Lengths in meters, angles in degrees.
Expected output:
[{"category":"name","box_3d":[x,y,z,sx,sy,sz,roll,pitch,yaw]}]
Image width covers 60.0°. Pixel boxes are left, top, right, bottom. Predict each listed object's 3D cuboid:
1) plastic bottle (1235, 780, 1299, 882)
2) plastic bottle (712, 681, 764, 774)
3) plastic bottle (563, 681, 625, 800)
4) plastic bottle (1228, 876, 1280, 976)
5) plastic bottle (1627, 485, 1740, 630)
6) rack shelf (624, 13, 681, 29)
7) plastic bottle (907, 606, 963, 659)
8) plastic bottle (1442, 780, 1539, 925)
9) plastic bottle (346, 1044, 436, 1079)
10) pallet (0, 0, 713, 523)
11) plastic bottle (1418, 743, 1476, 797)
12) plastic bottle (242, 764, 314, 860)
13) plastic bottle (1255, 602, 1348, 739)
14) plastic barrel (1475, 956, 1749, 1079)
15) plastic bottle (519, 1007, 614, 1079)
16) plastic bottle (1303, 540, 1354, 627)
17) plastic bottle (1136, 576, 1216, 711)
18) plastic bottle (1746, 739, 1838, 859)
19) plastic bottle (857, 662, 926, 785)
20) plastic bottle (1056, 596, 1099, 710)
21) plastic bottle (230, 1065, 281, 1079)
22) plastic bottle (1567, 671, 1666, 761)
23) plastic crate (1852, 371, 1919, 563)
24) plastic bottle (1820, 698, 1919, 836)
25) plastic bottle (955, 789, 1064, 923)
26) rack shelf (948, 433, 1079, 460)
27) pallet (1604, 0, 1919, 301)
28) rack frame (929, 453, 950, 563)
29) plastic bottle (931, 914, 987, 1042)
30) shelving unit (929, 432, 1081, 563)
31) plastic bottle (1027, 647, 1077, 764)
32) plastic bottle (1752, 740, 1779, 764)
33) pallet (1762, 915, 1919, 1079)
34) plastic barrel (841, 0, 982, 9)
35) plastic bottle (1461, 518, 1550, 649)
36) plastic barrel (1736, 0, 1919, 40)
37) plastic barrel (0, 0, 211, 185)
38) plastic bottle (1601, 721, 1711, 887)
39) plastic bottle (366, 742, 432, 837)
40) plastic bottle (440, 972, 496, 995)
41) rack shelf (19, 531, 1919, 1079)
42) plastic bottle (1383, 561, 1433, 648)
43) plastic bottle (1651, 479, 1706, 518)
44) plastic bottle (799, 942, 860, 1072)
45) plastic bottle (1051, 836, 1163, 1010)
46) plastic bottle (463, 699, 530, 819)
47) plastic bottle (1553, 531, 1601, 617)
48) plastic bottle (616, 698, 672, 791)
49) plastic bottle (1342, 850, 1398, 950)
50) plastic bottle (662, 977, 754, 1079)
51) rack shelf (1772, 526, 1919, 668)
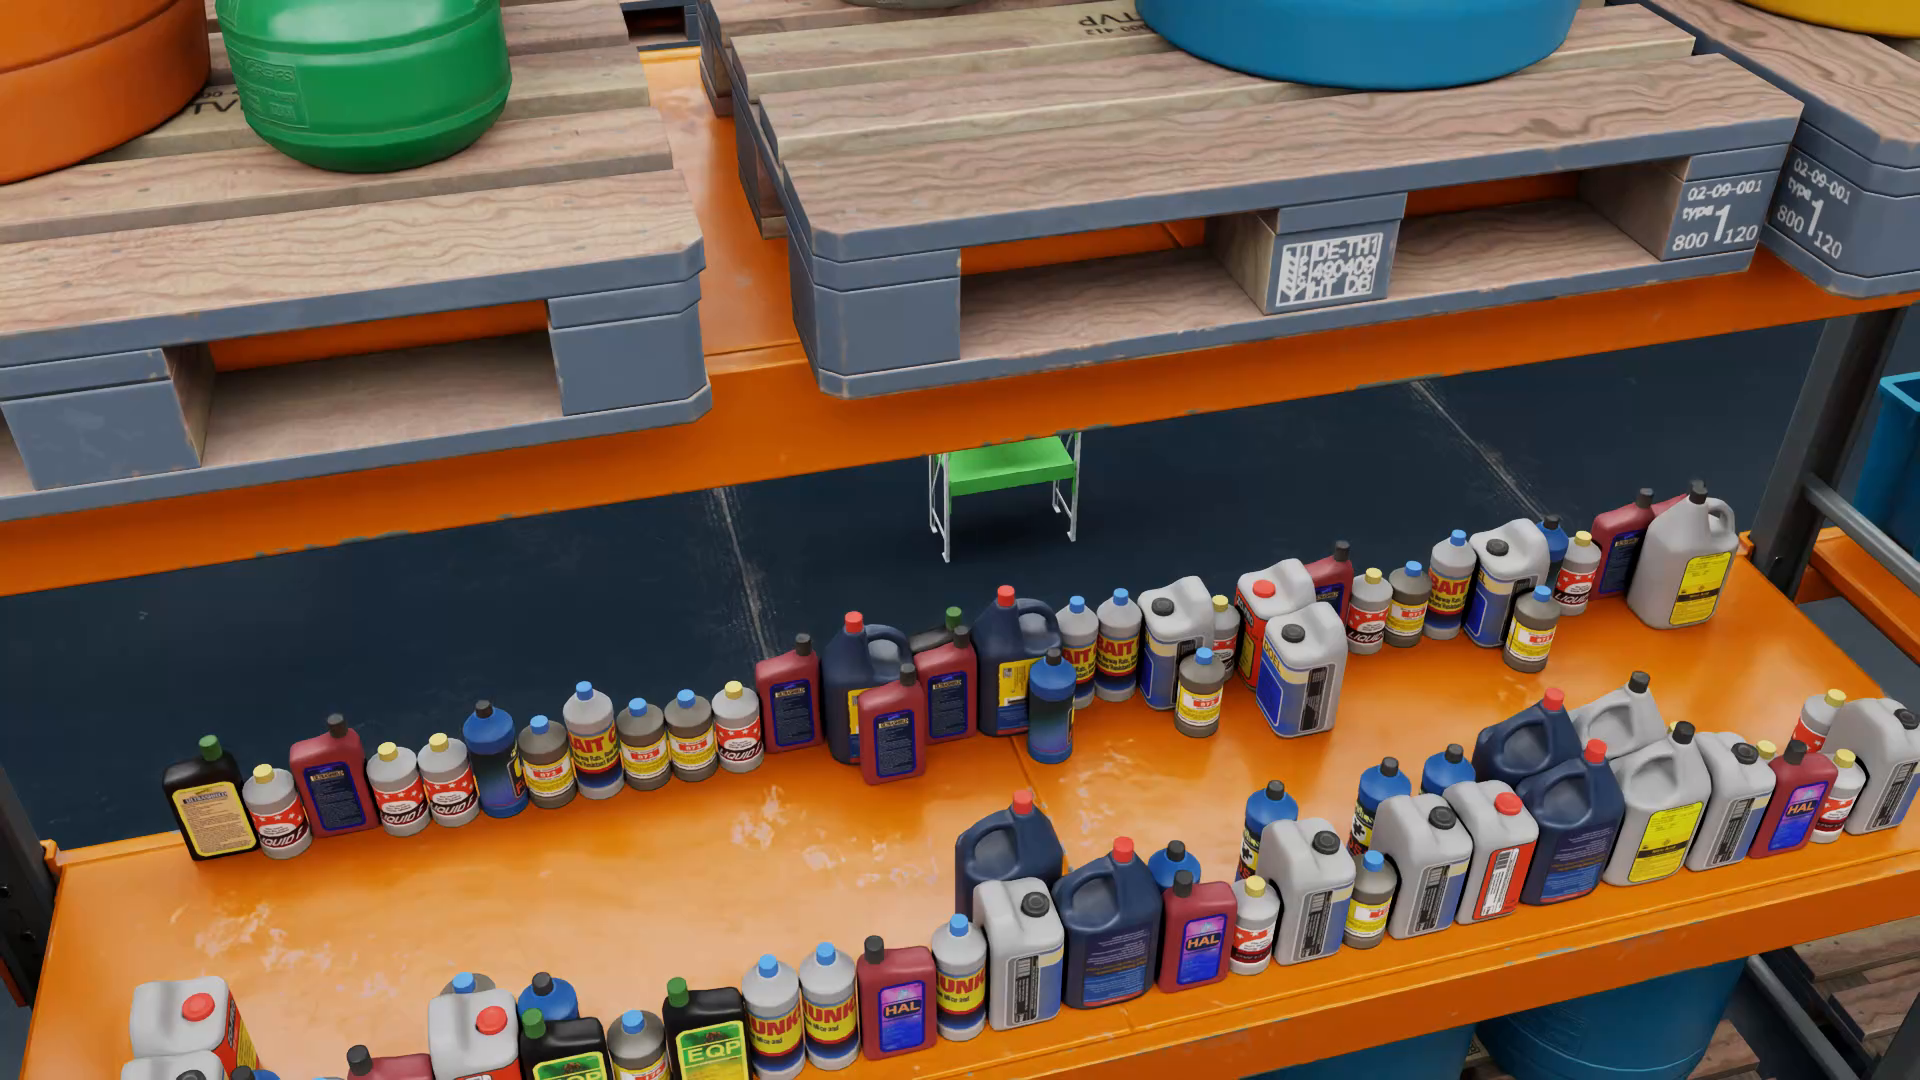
[{"category":"plastic bottle","box_3d":[0.584,0.561,3.153,0.097,0.271,0.097,0,37,0]},{"category":"plastic bottle","box_3d":[-0.462,0.379,3.450,0.097,0.201,0.097,0,37,0]},{"category":"plastic bottle","box_3d":[-0.744,0.397,3.368,0.097,0.271,0.097,0,37,0]},{"category":"plastic bottle","box_3d":[0.530,0.694,3.038,0.097,0.201,0.097,0,37,0]},{"category":"plastic bottle","box_3d":[1.661,0.024,3.790,0.185,0.351,0.144,-9,38,-12]},{"category":"rack shelf","box_3d":[-1.095,-2.171,7.211,4.000,0.370,1.077,-9,38,-12]},{"category":"plastic bottle","box_3d":[-0.048,0.267,3.529,0.133,0.283,0.061,-9,38,-12]},{"category":"plastic bottle","box_3d":[0.988,0.572,3.136,0.135,0.276,0.152,-9,38,-12]},{"category":"plastic bottle","box_3d":[-0.906,0.908,2.690,0.133,0.283,0.061,-9,38,-12]},{"category":"pallet","box_3d":[-0.974,-0.414,2.009,1.213,0.211,1.003,-9,38,-12]},{"category":"plastic bottle","box_3d":[0.938,0.503,3.229,0.097,0.271,0.097,0,37,0]},{"category":"plastic bottle","box_3d":[-1.342,0.523,3.261,0.097,0.201,0.097,0,37,0]},{"category":"plastic bottle","box_3d":[0.723,0.268,3.533,0.135,0.276,0.152,-9,38,-12]},{"category":"plastic barrel","box_3d":[1.594,0.875,4.018,0.708,0.901,0.600,-9,38,-12]},{"category":"plastic bottle","box_3d":[-0.648,0.866,2.745,0.133,0.283,0.061,-9,38,-12]},{"category":"plastic bottle","box_3d":[0.801,0.127,3.711,0.133,0.283,0.061,-9,38,-12]},{"category":"plastic bottle","box_3d":[0.460,0.215,3.602,0.135,0.276,0.152,-9,38,-12]},{"category":"plastic bottle","box_3d":[1.616,0.494,3.231,0.133,0.283,0.061,-9,38,-12]},{"category":"plastic bottle","box_3d":[-0.139,0.372,3.390,0.133,0.283,0.061,-9,38,-12]},{"category":"plastic bottle","box_3d":[0.247,0.235,3.580,0.097,0.271,0.097,0,37,0]},{"category":"plastic bottle","box_3d":[-1.117,0.936,2.663,0.097,0.271,0.097,0,37,0]},{"category":"plastic bottle","box_3d":[1.284,0.405,3.292,0.185,0.351,0.144,-9,38,-12]},{"category":"plastic crate","box_3d":[2.486,-0.159,3.953,0.575,0.384,0.392,-9,38,-12]},{"category":"plastic bottle","box_3d":[1.828,0.434,3.316,0.135,0.276,0.152,-9,38,-12]},{"category":"plastic bottle","box_3d":[0.089,0.596,3.042,0.185,0.351,0.144,-9,38,-12]},{"category":"rack shelf","box_3d":[0.160,-0.452,5.959,0.480,0.148,0.258,-9,38,-12]},{"category":"pallet","box_3d":[1.393,-0.802,2.517,1.003,0.211,1.213,-9,38,-12]},{"category":"rack frame","box_3d":[-0.076,-0.464,5.869,0.015,1.200,0.240,-9,38,-12]},{"category":"plastic bottle","box_3d":[-0.002,0.753,2.903,0.097,0.271,0.097,0,37,0]},{"category":"shelving unit","box_3d":[0.160,-0.503,5.920,0.503,1.200,0.258,-9,38,-12]},{"category":"plastic bottle","box_3d":[0.190,0.335,3.450,0.097,0.271,0.097,0,37,0]},{"category":"plastic bottle","box_3d":[1.578,0.483,3.313,0.097,0.201,0.097,0,37,0]},{"category":"pallet","box_3d":[2.824,1.101,4.637,1.213,0.211,1.003,-9,38,-12]},{"category":"plastic barrel","box_3d":[-0.065,-1.015,2.182,0.433,0.535,0.433,0,37,0]},{"category":"plastic bottle","box_3d":[1.224,0.090,3.766,0.135,0.276,0.152,-9,38,-12]},{"category":"plastic barrel","box_3d":[1.296,-1.037,2.167,0.600,0.588,0.600,0,37,0]},{"category":"plastic barrel","box_3d":[-1.189,-0.851,1.725,0.708,0.830,0.600,-9,38,-12]},{"category":"plastic bottle","box_3d":[1.322,0.490,3.182,0.185,0.351,0.144,-9,38,-12]},{"category":"plastic bottle","box_3d":[-1.119,0.487,3.309,0.097,0.201,0.097,0,37,0]},{"category":"plastic bottle","box_3d":[-0.840,0.823,2.869,0.097,0.201,0.097,0,37,0]},{"category":"rack shelf","box_3d":[0.193,0.735,3.412,4.000,0.370,1.077,-9,38,-12]},{"category":"plastic bottle","box_3d":[1.011,0.137,3.766,0.097,0.201,0.097,0,37,0]},{"category":"plastic bottle","box_3d":[1.659,-0.013,3.895,0.133,0.283,0.061,-9,38,-12]},{"category":"plastic bottle","box_3d":[-0.224,0.790,2.855,0.097,0.271,0.097,0,37,0]},{"category":"plastic bottle","box_3d":[0.258,0.664,2.954,0.185,0.351,0.144,-9,38,-12]},{"category":"plastic bottle","box_3d":[-0.932,0.428,3.328,0.097,0.271,0.097,0,37,0]},{"category":"plastic bottle","box_3d":[1.423,0.069,3.854,0.097,0.201,0.097,0,37,0]},{"category":"plastic bottle","box_3d":[-0.650,0.410,3.409,0.097,0.201,0.097,0,37,0]},{"category":"plastic bottle","box_3d":[0.753,0.657,3.086,0.097,0.201,0.097,0,37,0]},{"category":"plastic bottle","box_3d":[-0.425,0.829,2.793,0.133,0.283,0.061,-9,38,-12]},{"category":"rack shelf","box_3d":[4.055,0.101,4.241,4.000,0.370,1.077,-9,38,-12]}]
